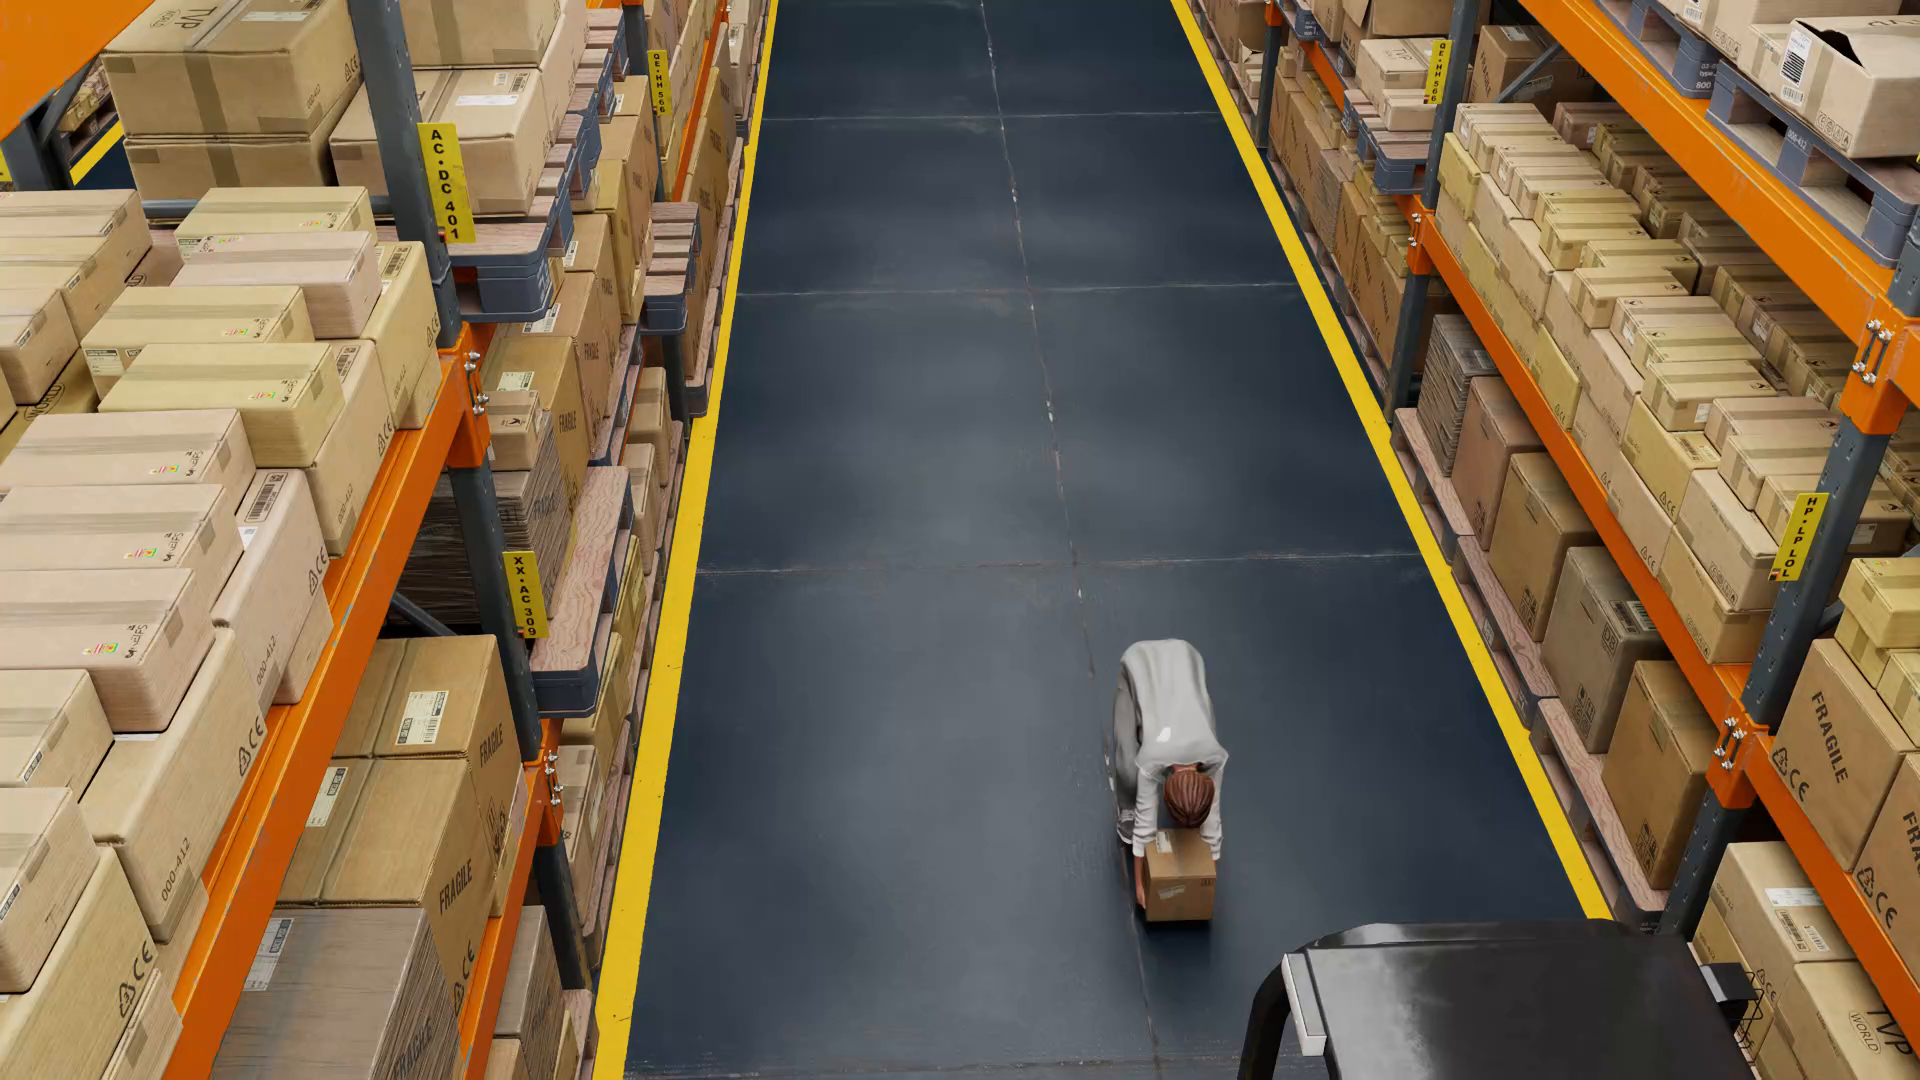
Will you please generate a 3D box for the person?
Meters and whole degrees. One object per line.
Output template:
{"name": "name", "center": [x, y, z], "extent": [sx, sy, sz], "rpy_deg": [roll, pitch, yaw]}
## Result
{"name": "person", "center": [0.827, 0.909, 6.544], "extent": [0.422, 0.886, 0.853], "rpy_deg": [-3, 36, -4]}
